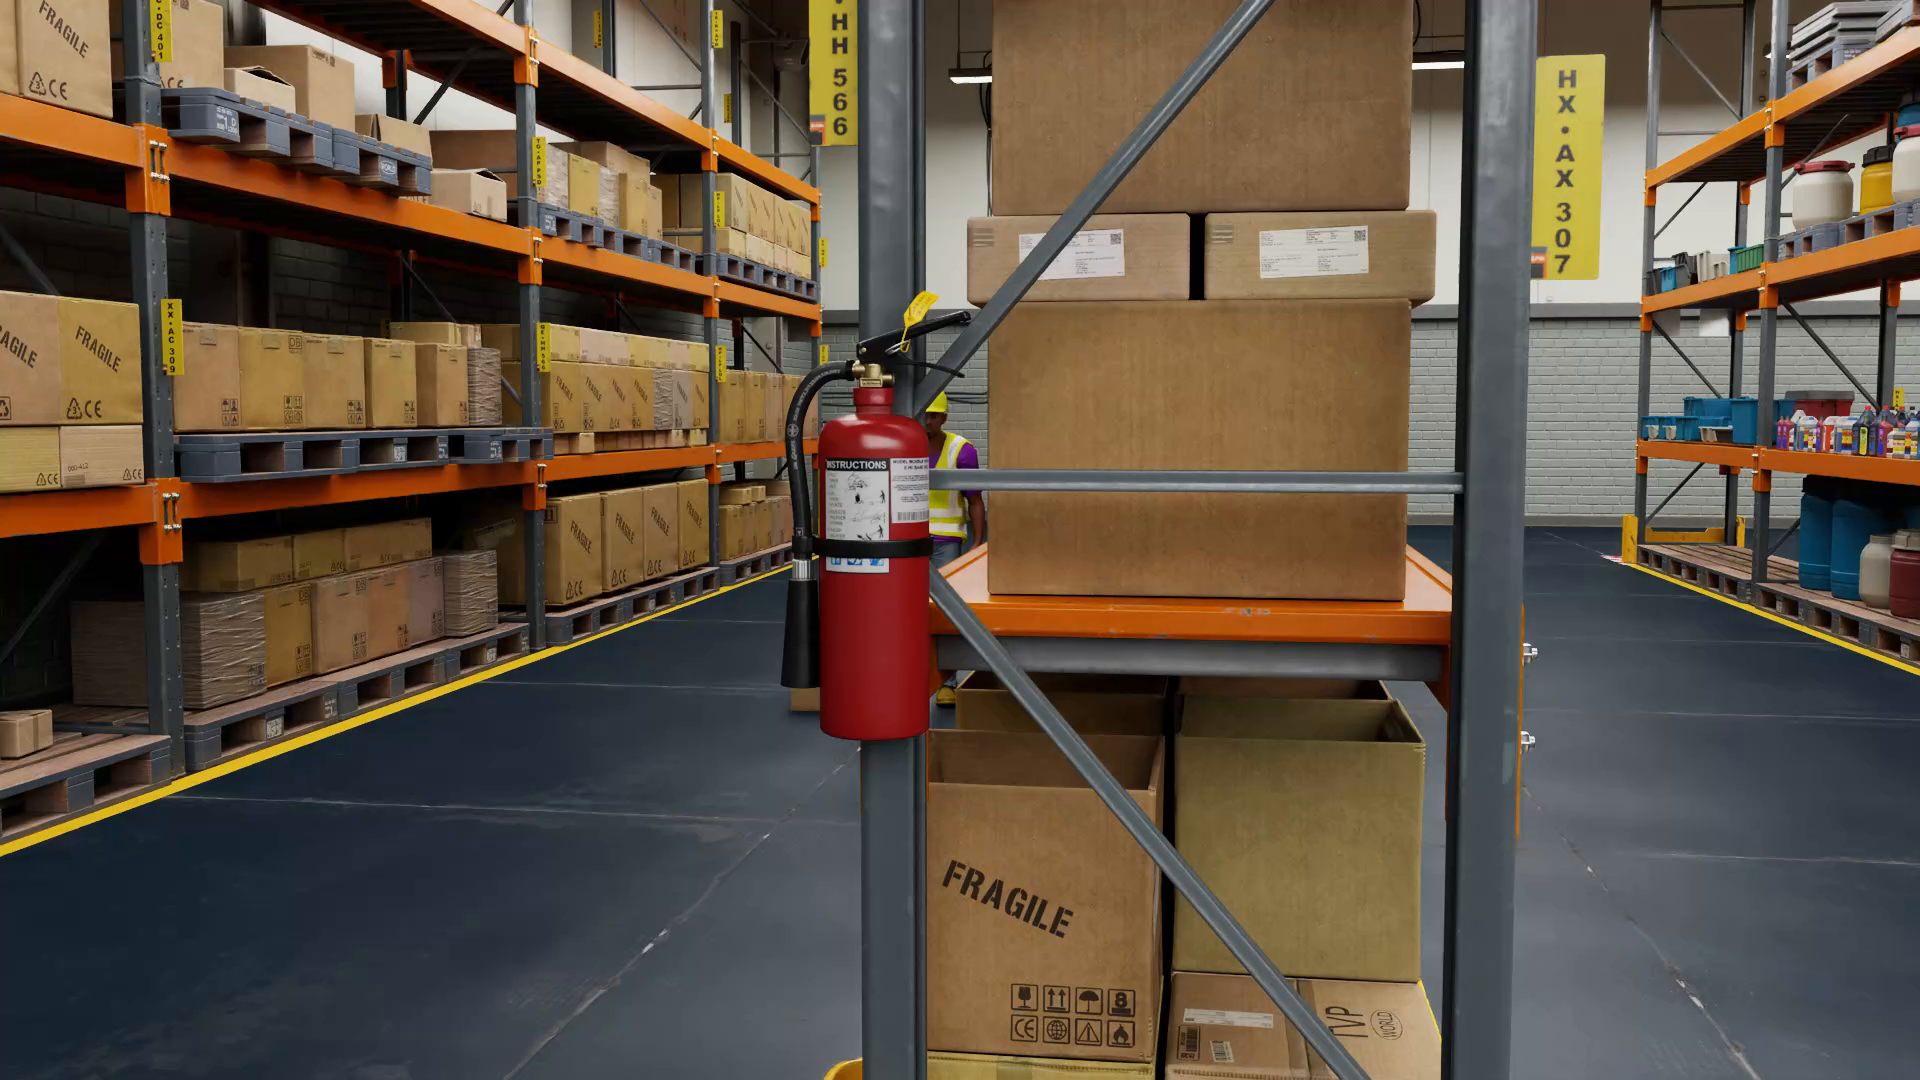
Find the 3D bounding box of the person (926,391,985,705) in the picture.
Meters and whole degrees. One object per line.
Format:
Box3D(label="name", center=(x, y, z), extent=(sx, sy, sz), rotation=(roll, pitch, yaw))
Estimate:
Box3D(label="person", center=(-0.181, 0.028, 9.168), extent=(0.635, 1.760, 0.455), rotation=(0, 4, 5))
